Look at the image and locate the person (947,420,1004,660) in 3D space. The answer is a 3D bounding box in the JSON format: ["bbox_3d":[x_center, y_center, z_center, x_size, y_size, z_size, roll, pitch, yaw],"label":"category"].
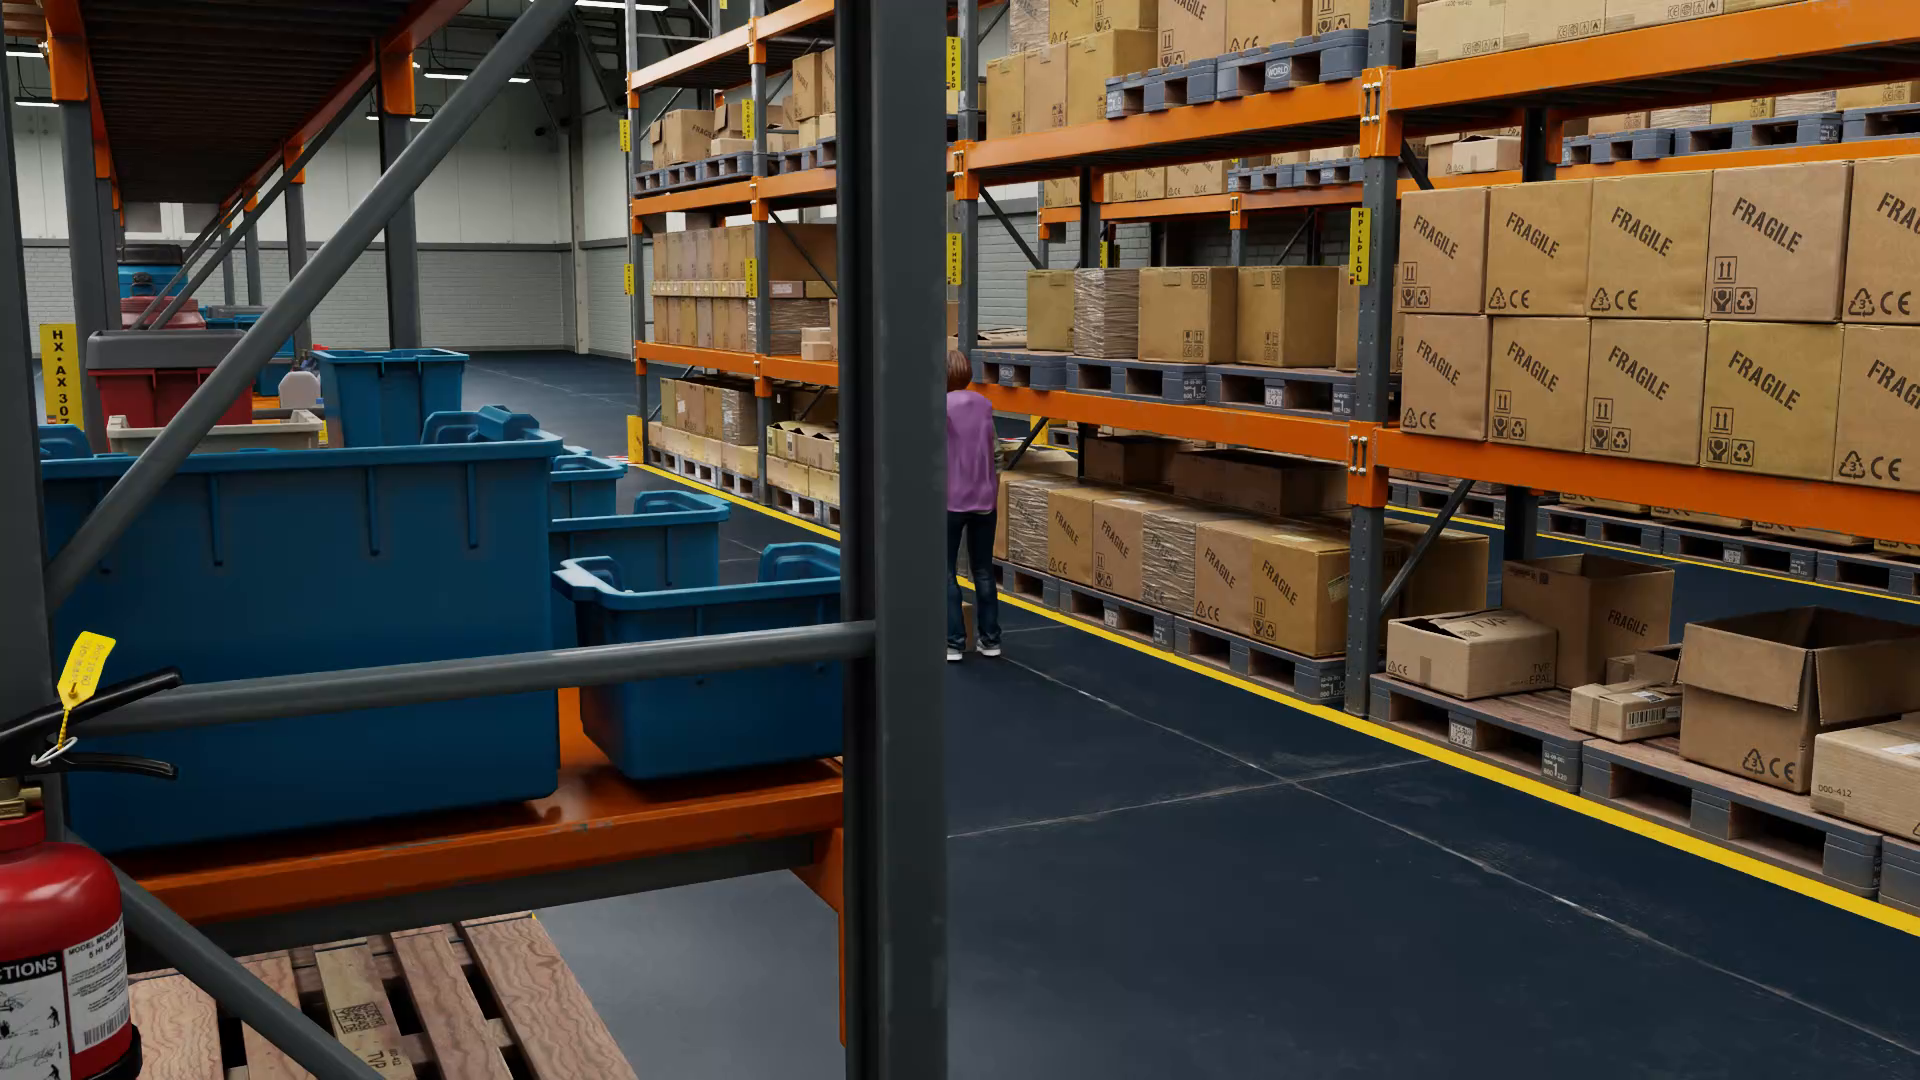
[{"bbox_3d":[0.009,-0.057,8.550,0.482,1.352,0.330,-5,10,-29],"label":"person"}]
